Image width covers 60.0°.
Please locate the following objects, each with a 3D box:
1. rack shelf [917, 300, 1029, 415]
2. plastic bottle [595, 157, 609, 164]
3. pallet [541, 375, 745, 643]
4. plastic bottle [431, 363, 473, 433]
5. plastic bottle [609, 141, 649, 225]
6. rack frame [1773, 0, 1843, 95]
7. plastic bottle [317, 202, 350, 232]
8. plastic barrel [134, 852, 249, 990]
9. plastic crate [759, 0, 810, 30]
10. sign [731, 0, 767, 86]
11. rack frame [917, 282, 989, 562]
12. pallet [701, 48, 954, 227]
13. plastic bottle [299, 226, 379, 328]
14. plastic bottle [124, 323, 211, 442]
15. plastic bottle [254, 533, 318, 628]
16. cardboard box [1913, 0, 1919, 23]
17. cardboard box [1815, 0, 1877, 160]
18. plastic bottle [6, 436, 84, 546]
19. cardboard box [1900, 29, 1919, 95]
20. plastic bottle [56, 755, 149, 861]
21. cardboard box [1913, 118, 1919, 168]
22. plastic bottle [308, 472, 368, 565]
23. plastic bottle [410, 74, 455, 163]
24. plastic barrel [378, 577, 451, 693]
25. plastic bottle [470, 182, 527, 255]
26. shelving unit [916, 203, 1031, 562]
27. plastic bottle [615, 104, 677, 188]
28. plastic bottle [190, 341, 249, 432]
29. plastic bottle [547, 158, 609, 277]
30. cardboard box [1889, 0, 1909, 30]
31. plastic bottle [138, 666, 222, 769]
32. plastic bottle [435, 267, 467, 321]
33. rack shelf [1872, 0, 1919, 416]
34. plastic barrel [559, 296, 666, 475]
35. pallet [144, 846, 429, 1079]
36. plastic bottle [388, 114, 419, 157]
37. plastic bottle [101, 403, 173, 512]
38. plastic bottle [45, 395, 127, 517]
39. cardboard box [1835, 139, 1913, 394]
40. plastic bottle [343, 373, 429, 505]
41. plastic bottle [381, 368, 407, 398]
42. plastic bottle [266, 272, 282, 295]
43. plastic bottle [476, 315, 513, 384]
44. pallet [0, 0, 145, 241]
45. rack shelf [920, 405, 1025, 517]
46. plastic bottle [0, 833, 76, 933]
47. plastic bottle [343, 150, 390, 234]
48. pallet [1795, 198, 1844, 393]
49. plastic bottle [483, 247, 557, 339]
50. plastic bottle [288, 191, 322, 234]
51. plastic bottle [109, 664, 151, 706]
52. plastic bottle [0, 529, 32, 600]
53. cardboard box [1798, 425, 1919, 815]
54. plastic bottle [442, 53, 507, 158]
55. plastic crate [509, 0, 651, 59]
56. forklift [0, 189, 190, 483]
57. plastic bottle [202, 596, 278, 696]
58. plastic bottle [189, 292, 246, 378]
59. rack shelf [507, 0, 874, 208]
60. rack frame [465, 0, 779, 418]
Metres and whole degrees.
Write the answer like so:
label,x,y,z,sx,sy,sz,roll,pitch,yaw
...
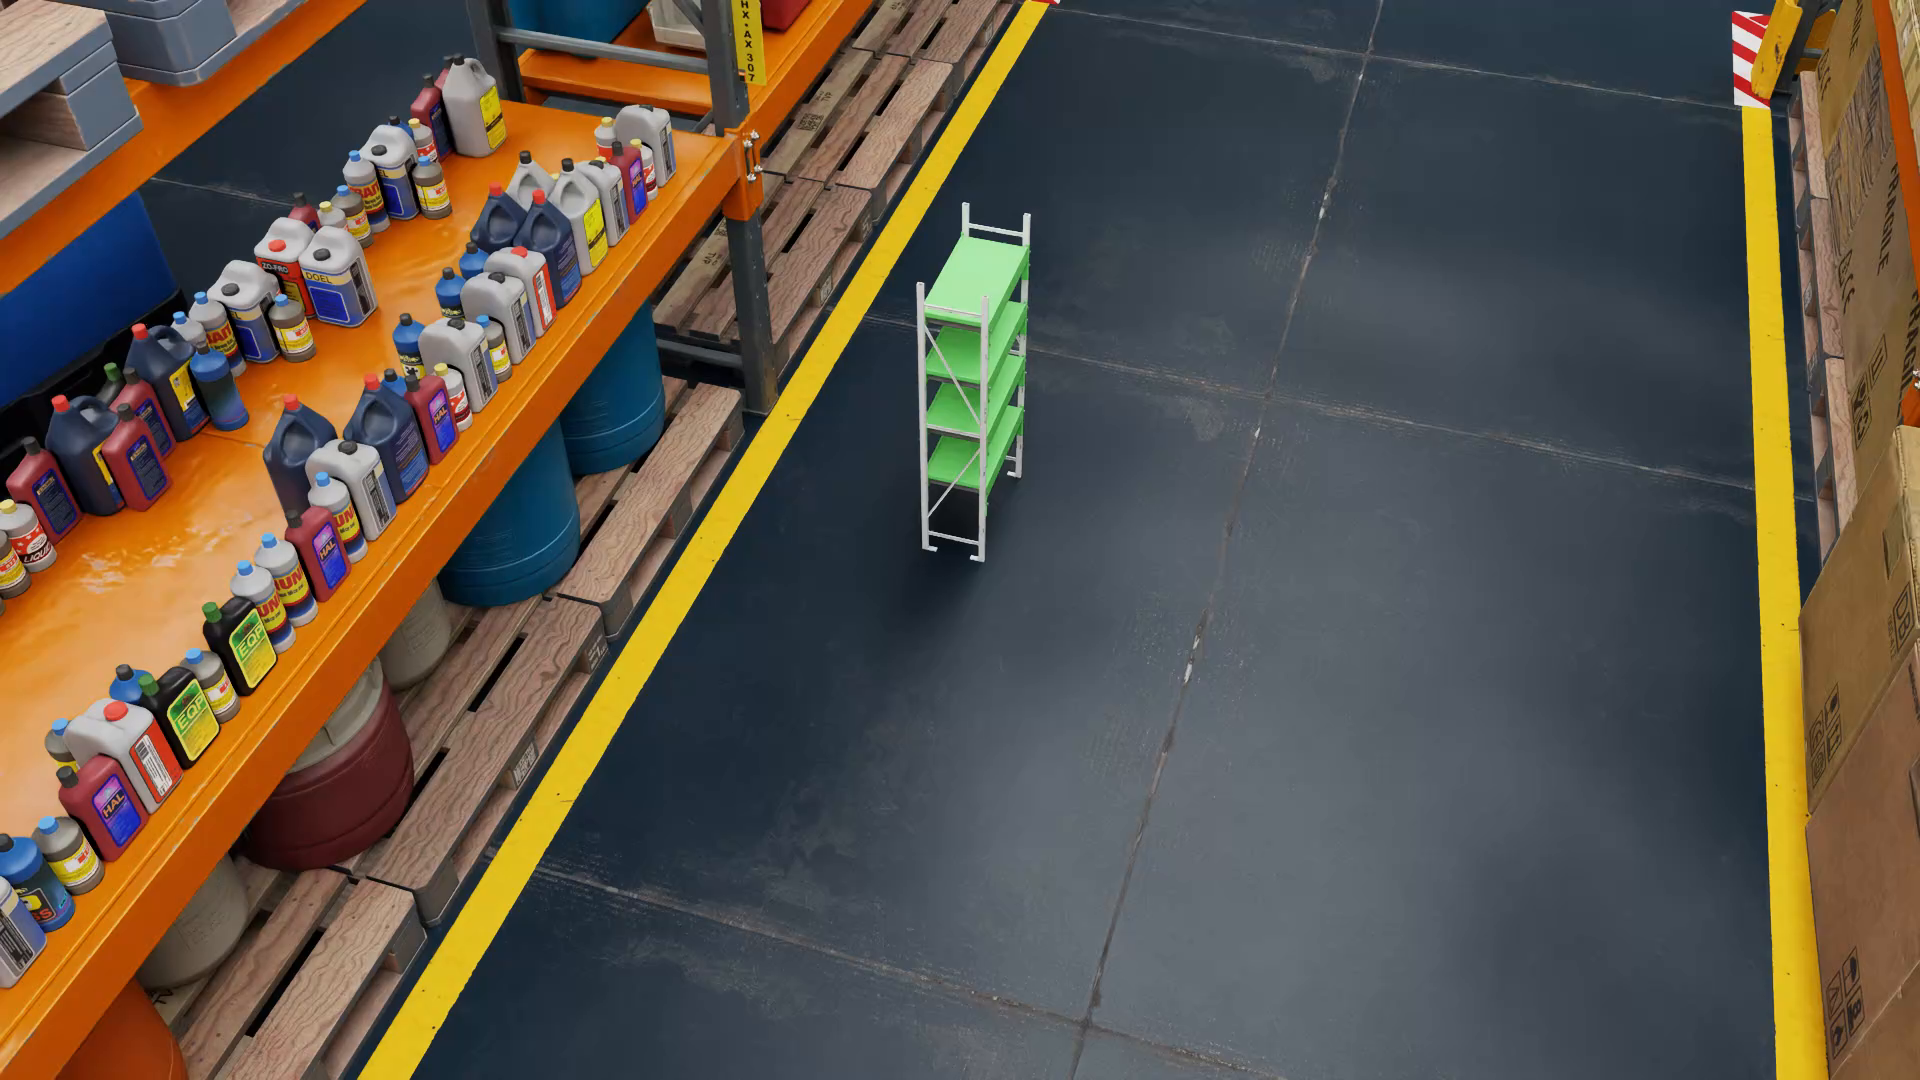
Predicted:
label,x,y,z,sx,sy,sz,roll,pitch,yaw
rack shelf,0.050,-0.665,5.820,0.258,0.148,0.480,13,46,13
plastic bottle,-1.158,-1.154,5.426,0.097,0.201,0.097,0,44,0
pallet,-1.513,-0.213,6.317,1.003,0.211,1.213,13,46,13
plastic bottle,-1.434,-0.406,4.662,0.097,0.201,0.097,0,44,0
plastic bottle,-1.077,-1.178,5.393,0.061,0.283,0.133,13,46,13
rack frame,4.692,-3.332,7.511,1.000,3.000,0.127,13,46,13
plastic bottle,-1.974,-0.971,5.240,0.097,0.201,0.097,0,44,0
plastic barrel,-2.233,0.965,4.598,0.421,0.512,0.421,0,44,0
plastic crate,-0.730,-2.301,6.369,0.402,0.464,0.583,13,46,13
sign,-0.716,-1.696,5.641,0.100,0.325,0.005,13,46,13
rack frame,-0.024,-0.377,5.777,0.240,1.200,0.015,13,46,13
pallet,-0.686,-2.033,8.176,1.003,0.211,1.213,13,46,13
plastic bottle,-1.878,-0.794,5.005,0.152,0.276,0.135,13,46,13
plastic bottle,-2.205,-0.463,4.613,0.144,0.351,0.185,13,46,13
plastic bottle,-1.671,0.090,4.106,0.097,0.271,0.097,0,44,0
cardboard box,3.830,-2.091,6.137,0.500,0.250,0.500,12,46,12
cardboard box,4.575,-2.279,7.654,0.875,0.875,0.875,13,46,13
plastic bottle,-2.389,-0.129,4.321,0.061,0.283,0.133,13,46,13
cardboard box,3.650,-1.706,6.028,0.380,0.149,0.250,12,46,12
plastic bottle,-1.869,0.563,3.613,0.061,0.283,0.133,13,46,13
cardboard box,3.495,-1.363,5.678,0.380,0.149,0.250,13,46,13
plastic bottle,-1.601,-0.064,4.263,0.097,0.271,0.097,0,44,0
plastic bottle,-1.798,-1.430,5.651,0.061,0.283,0.133,13,46,13
plastic barrel,-1.891,0.212,5.367,0.421,0.512,0.421,0,44,0
plastic bottle,-1.399,-0.923,5.084,0.144,0.351,0.185,13,46,13
shelving unit,0.050,-0.539,5.943,0.258,1.200,0.503,13,46,13
plastic bottle,-1.051,-1.340,5.563,0.152,0.276,0.135,13,46,13
plastic bottle,-2.076,-0.438,4.645,0.097,0.271,0.097,0,44,0
plastic bottle,-1.206,-1.016,5.178,0.144,0.351,0.185,13,46,13
cardboard box,3.806,-2.050,6.380,0.380,0.149,0.250,11,46,11
plastic bottle,-1.788,0.385,3.796,0.061,0.283,0.133,13,46,13
plastic bottle,-1.479,-0.683,4.895,0.097,0.271,0.097,0,44,0
rack shelf,4.087,-1.742,6.400,1.077,0.370,4.000,13,46,13
plastic barrel,-1.421,-0.756,6.078,0.600,0.901,0.708,13,46,13
pallet,-2.252,1.413,4.655,1.003,0.211,1.213,13,46,13
plastic bottle,-1.845,-1.281,5.506,0.097,0.271,0.097,0,44,0
plastic bottle,-2.195,-0.222,4.415,0.061,0.283,0.133,13,46,13
plastic bottle,-2.301,-0.250,4.396,0.144,0.351,0.185,13,46,13
cardboard box,4.030,-1.080,6.428,0.875,0.875,0.875,13,46,13
plastic bottle,-1.540,-0.281,4.428,0.144,0.351,0.185,13,46,13
plastic bottle,-1.533,-0.355,4.560,0.097,0.271,0.097,0,44,0
plastic bottle,-2.084,-0.728,4.991,0.097,0.201,0.097,0,44,0
plastic bottle,-1.364,-0.561,4.820,0.097,0.201,0.097,0,44,0
pallet,-2.126,-0.543,2.650,1.003,0.211,1.213,13,46,13
rack shelf,0.050,-0.322,6.156,0.258,0.148,0.480,13,46,13
plastic bottle,-1.951,0.706,3.476,0.097,0.271,0.097,0,44,0
plastic bottle,-1.915,-1.126,5.348,0.097,0.271,0.097,0,44,0
pallet,4.153,-0.976,7.096,1.003,0.211,1.213,13,46,12
plastic bottle,-1.314,-0.760,4.971,0.152,0.276,0.135,13,46,13
plastic bottle,-2.026,-0.927,5.136,0.061,0.283,0.133,13,46,13
plastic bottle,-1.868,0.384,3.805,0.097,0.271,0.097,0,44,0
plastic bottle,-2.436,0.046,4.200,0.097,0.201,0.097,0,44,0
cardboard box,3.306,0.374,4.942,1.225,0.875,0.875,13,46,13
plastic bottle,-1.667,-1.505,5.678,0.144,0.351,0.185,13,46,13
plastic crate,-1.423,-2.114,6.234,0.392,0.384,0.575,13,46,13
forklift,-4.381,-1.136,5.315,1.130,2.935,3.031,22,48,21
plastic bottle,-1.718,0.231,3.953,0.061,0.283,0.133,13,46,13
plastic bottle,-2.155,-0.598,4.808,0.097,0.271,0.097,0,44,0
rack shelf,-0.634,-2.791,7.472,1.077,0.370,4.000,13,46,13
rack frame,-1.240,-1.715,5.858,1.000,3.000,0.127,13,46,13
